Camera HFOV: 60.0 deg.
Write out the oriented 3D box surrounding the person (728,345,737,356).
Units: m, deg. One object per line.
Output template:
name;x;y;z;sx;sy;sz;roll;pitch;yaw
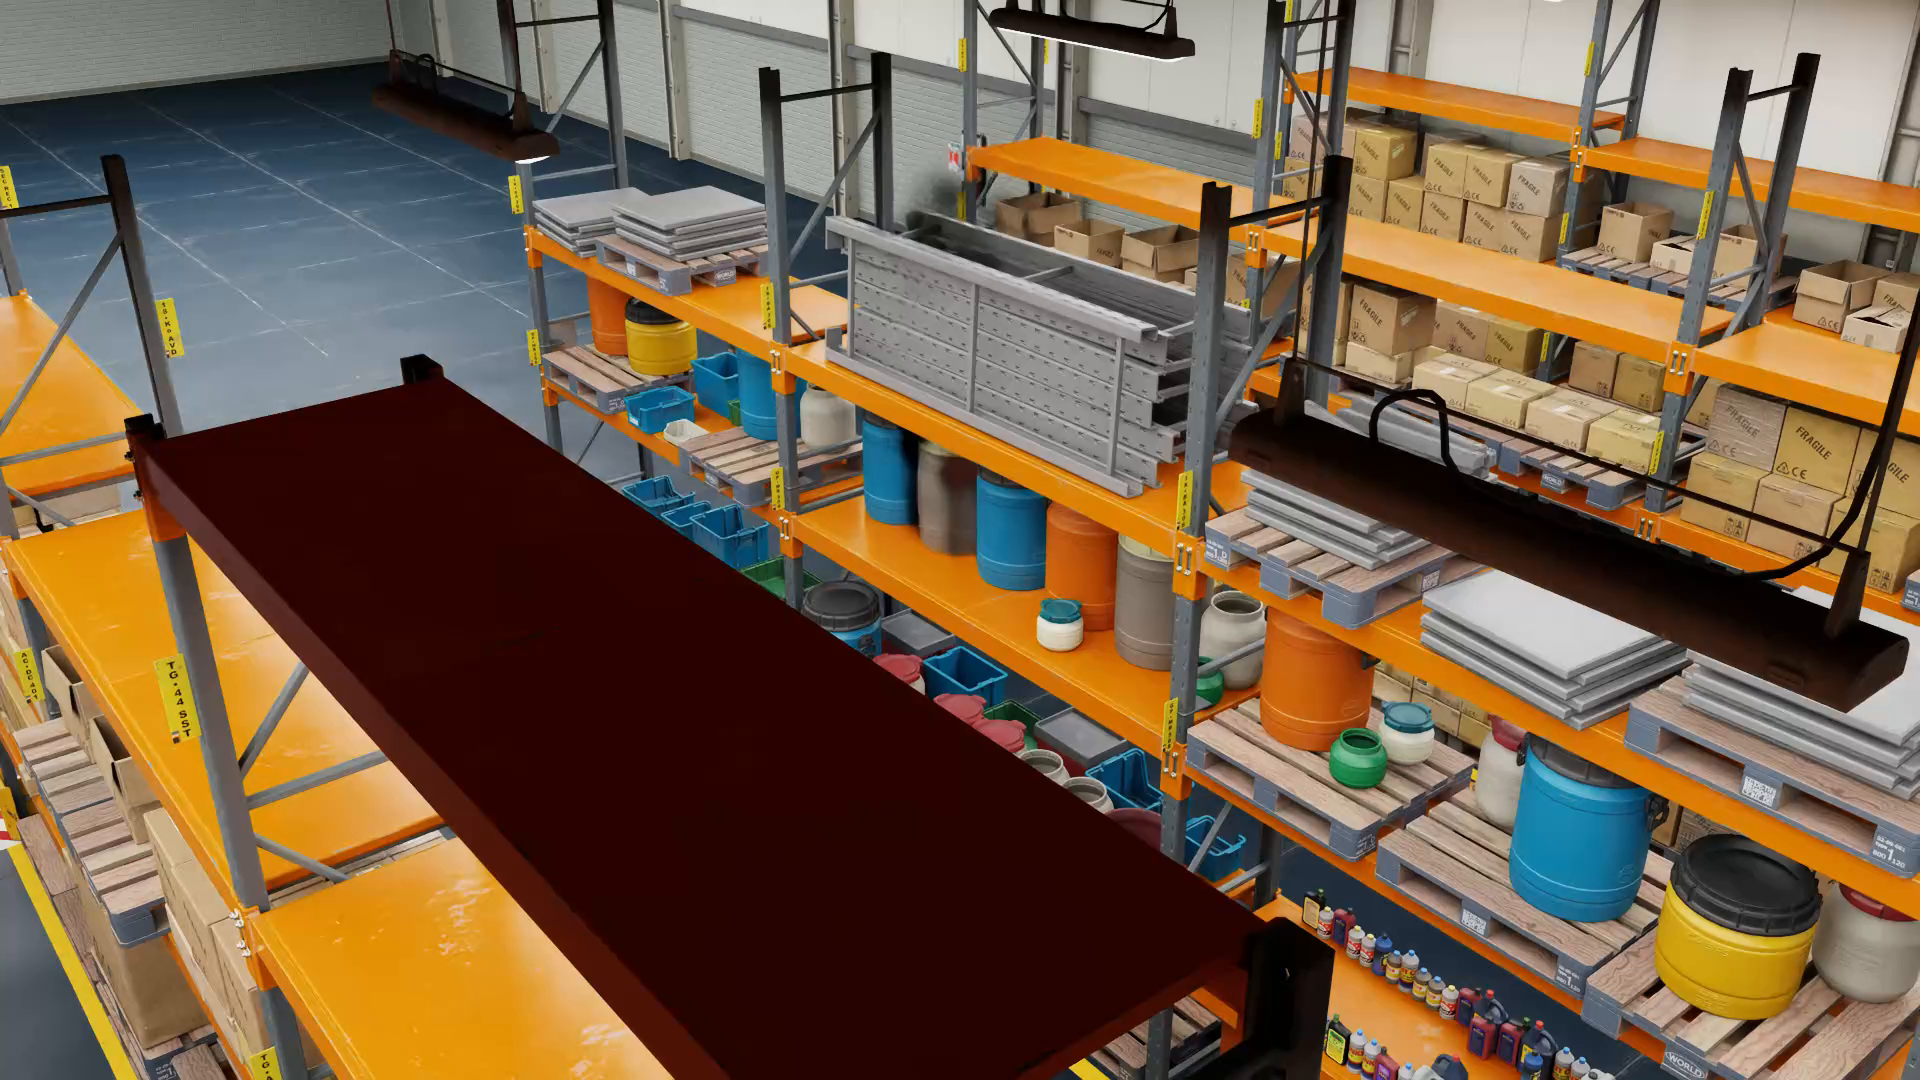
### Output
person;-2.614;-1.505;19.491;0.514;1.638;0.624;-4;26;-9
